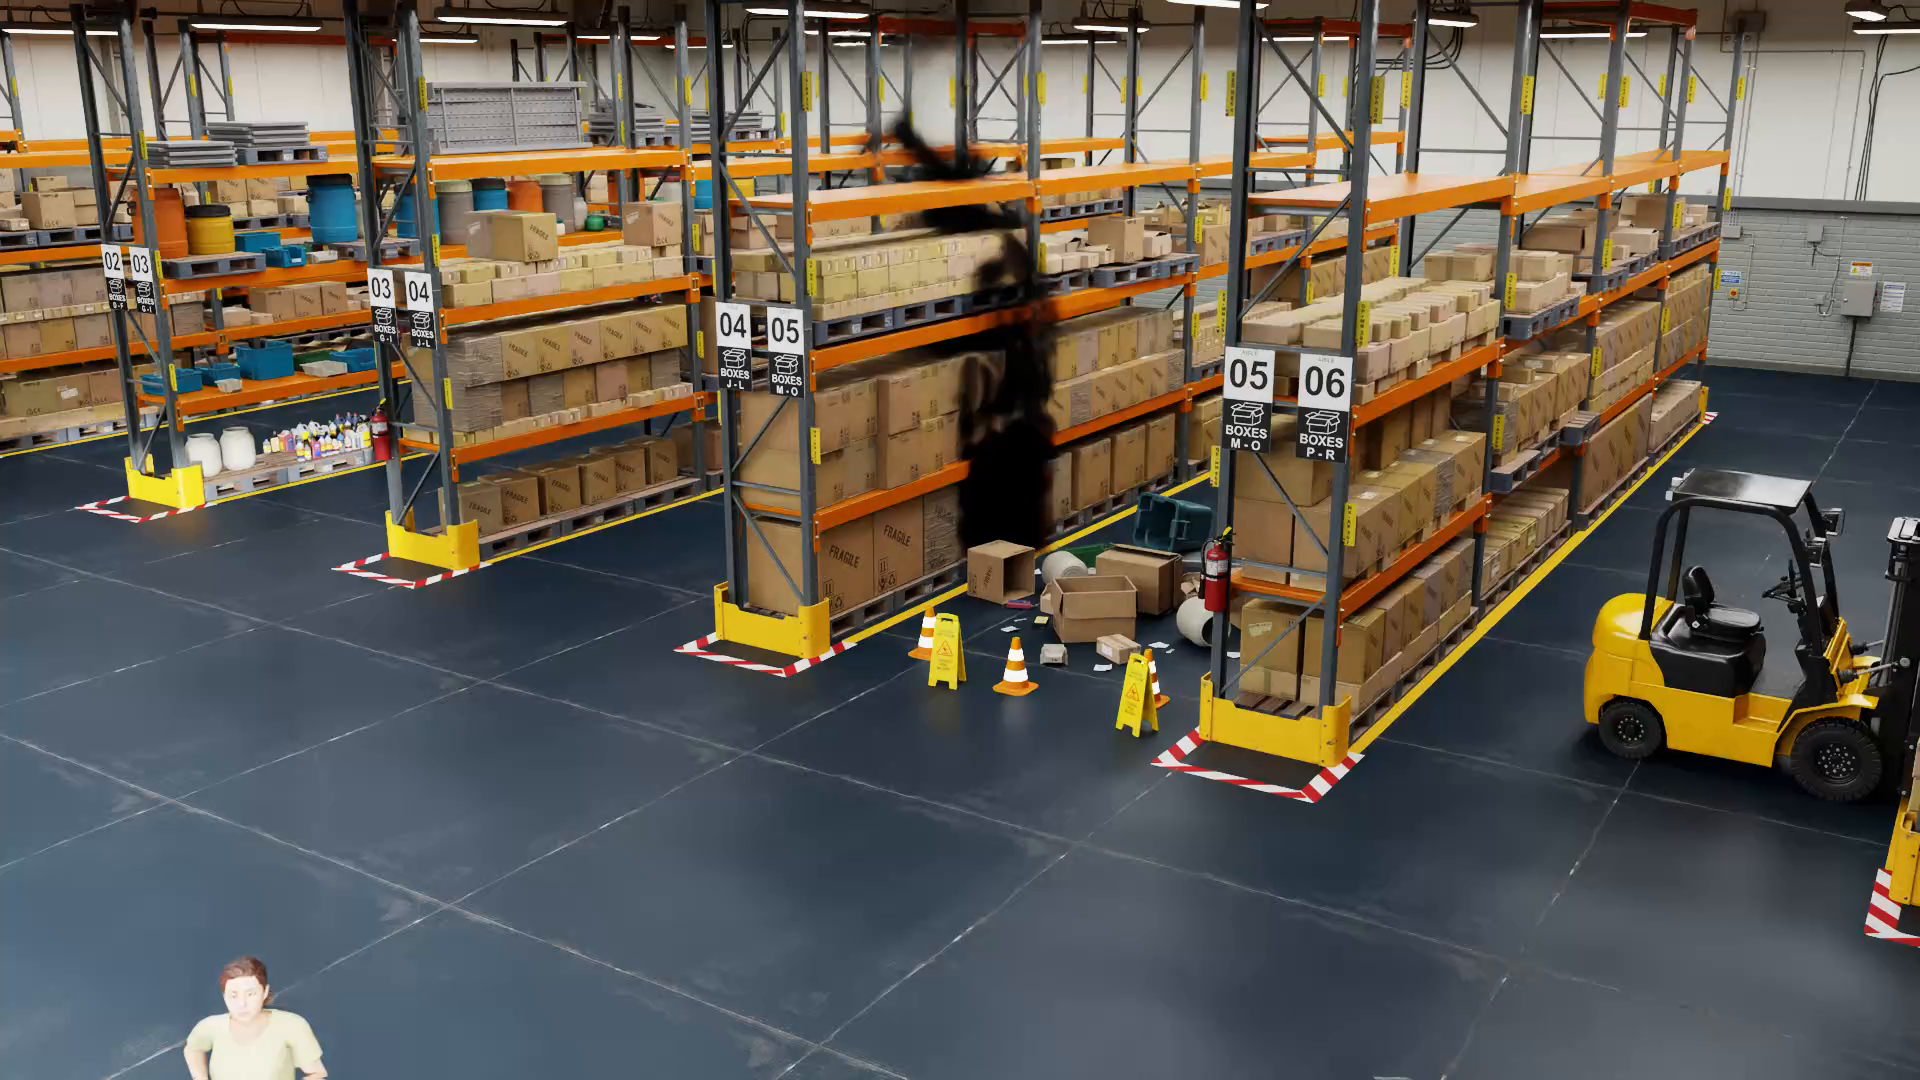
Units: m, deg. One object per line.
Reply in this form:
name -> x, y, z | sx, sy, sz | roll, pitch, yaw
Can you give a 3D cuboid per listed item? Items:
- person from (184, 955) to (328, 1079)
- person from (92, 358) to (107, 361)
person -> -2.919, 2.539, 6.977 | 0.560, 1.723, 0.690 | -5, 16, -19
person -> -13.904, -3.004, 26.762 | 0.677, 1.772, 0.649 | 8, 17, 27
